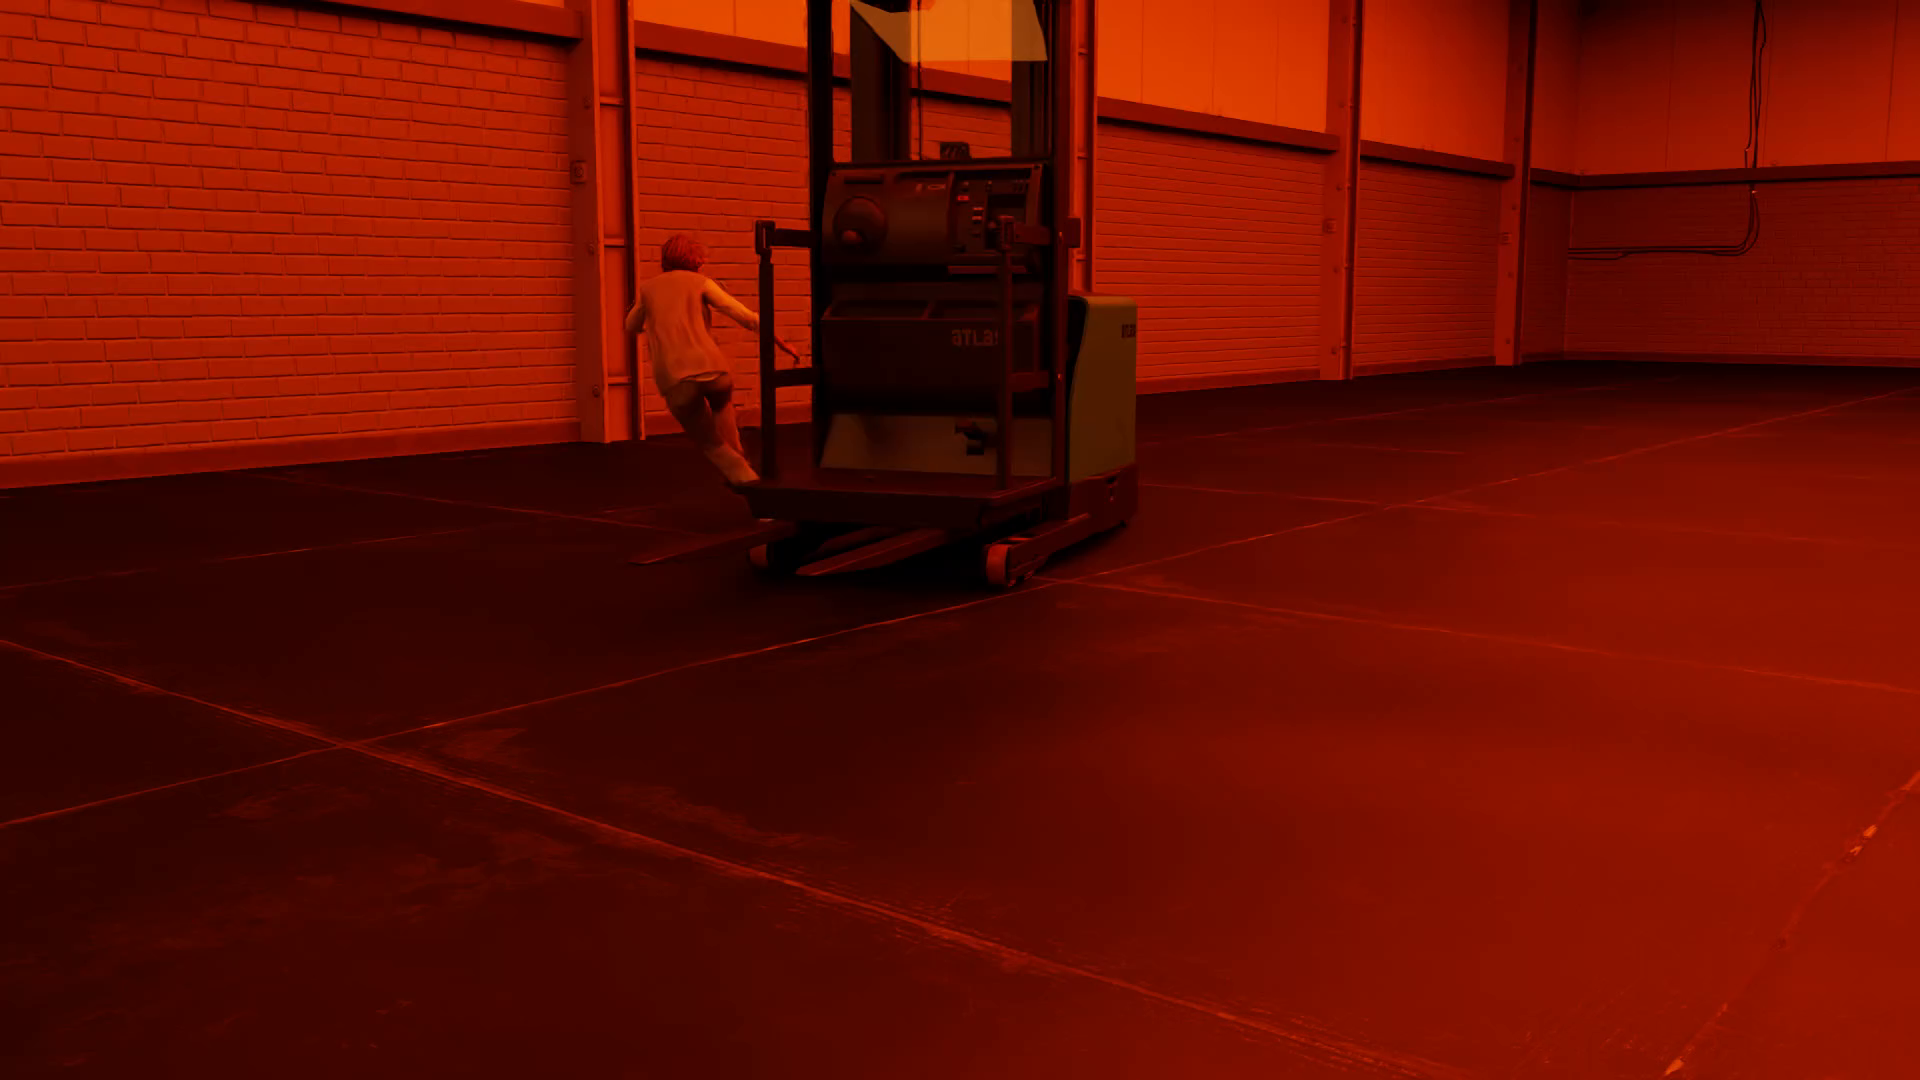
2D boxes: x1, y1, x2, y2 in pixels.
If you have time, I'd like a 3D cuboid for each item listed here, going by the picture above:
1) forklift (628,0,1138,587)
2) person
[{"bbox_3d":[-0.195,-1.342,6.455,1.130,2.935,3.031,3,9,22],"label":"forklift"},{"bbox_3d":[-1.183,-0.764,7.953,0.837,1.369,0.807,-1,8,-6],"label":"person"}]
